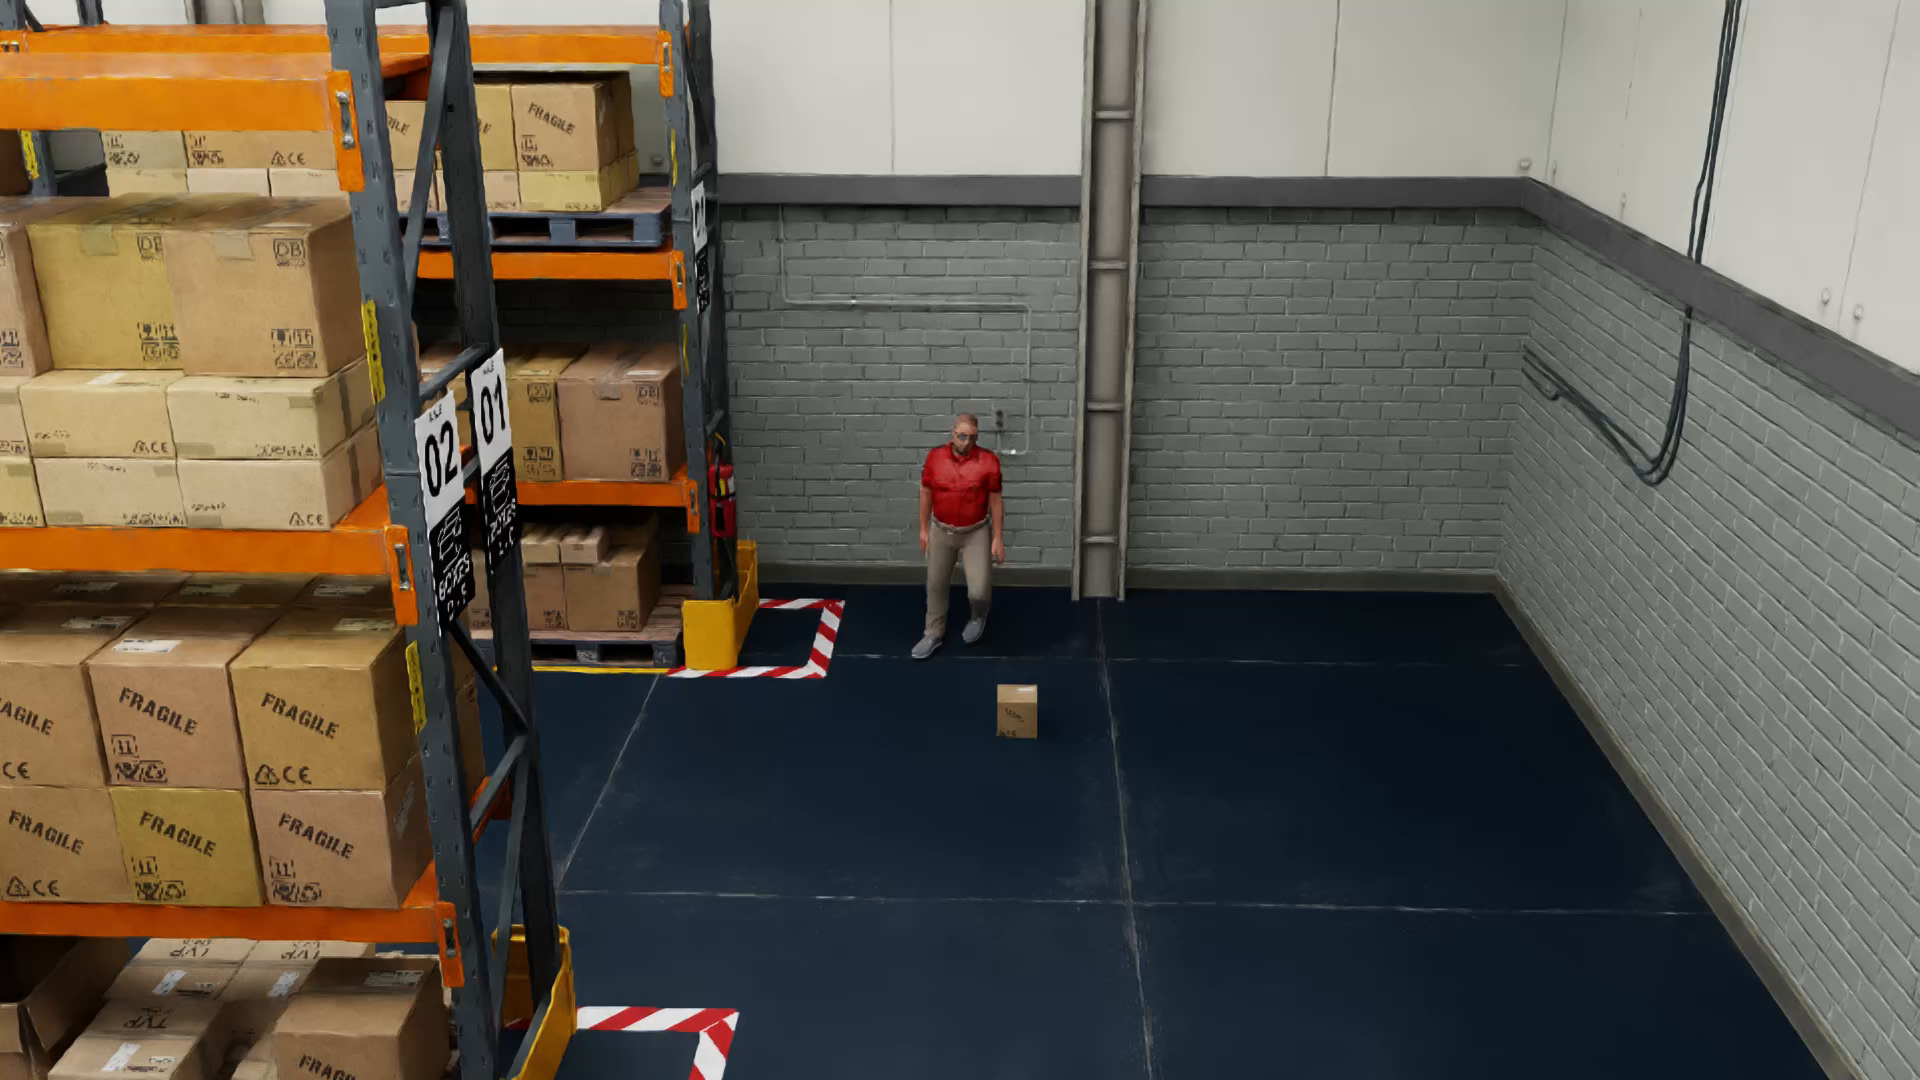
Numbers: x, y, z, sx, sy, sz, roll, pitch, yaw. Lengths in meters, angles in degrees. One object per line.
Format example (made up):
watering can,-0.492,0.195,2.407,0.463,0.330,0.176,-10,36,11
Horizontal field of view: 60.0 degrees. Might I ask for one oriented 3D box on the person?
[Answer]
person,0.007,-0.044,11.179,0.631,1.718,0.493,5,21,12
